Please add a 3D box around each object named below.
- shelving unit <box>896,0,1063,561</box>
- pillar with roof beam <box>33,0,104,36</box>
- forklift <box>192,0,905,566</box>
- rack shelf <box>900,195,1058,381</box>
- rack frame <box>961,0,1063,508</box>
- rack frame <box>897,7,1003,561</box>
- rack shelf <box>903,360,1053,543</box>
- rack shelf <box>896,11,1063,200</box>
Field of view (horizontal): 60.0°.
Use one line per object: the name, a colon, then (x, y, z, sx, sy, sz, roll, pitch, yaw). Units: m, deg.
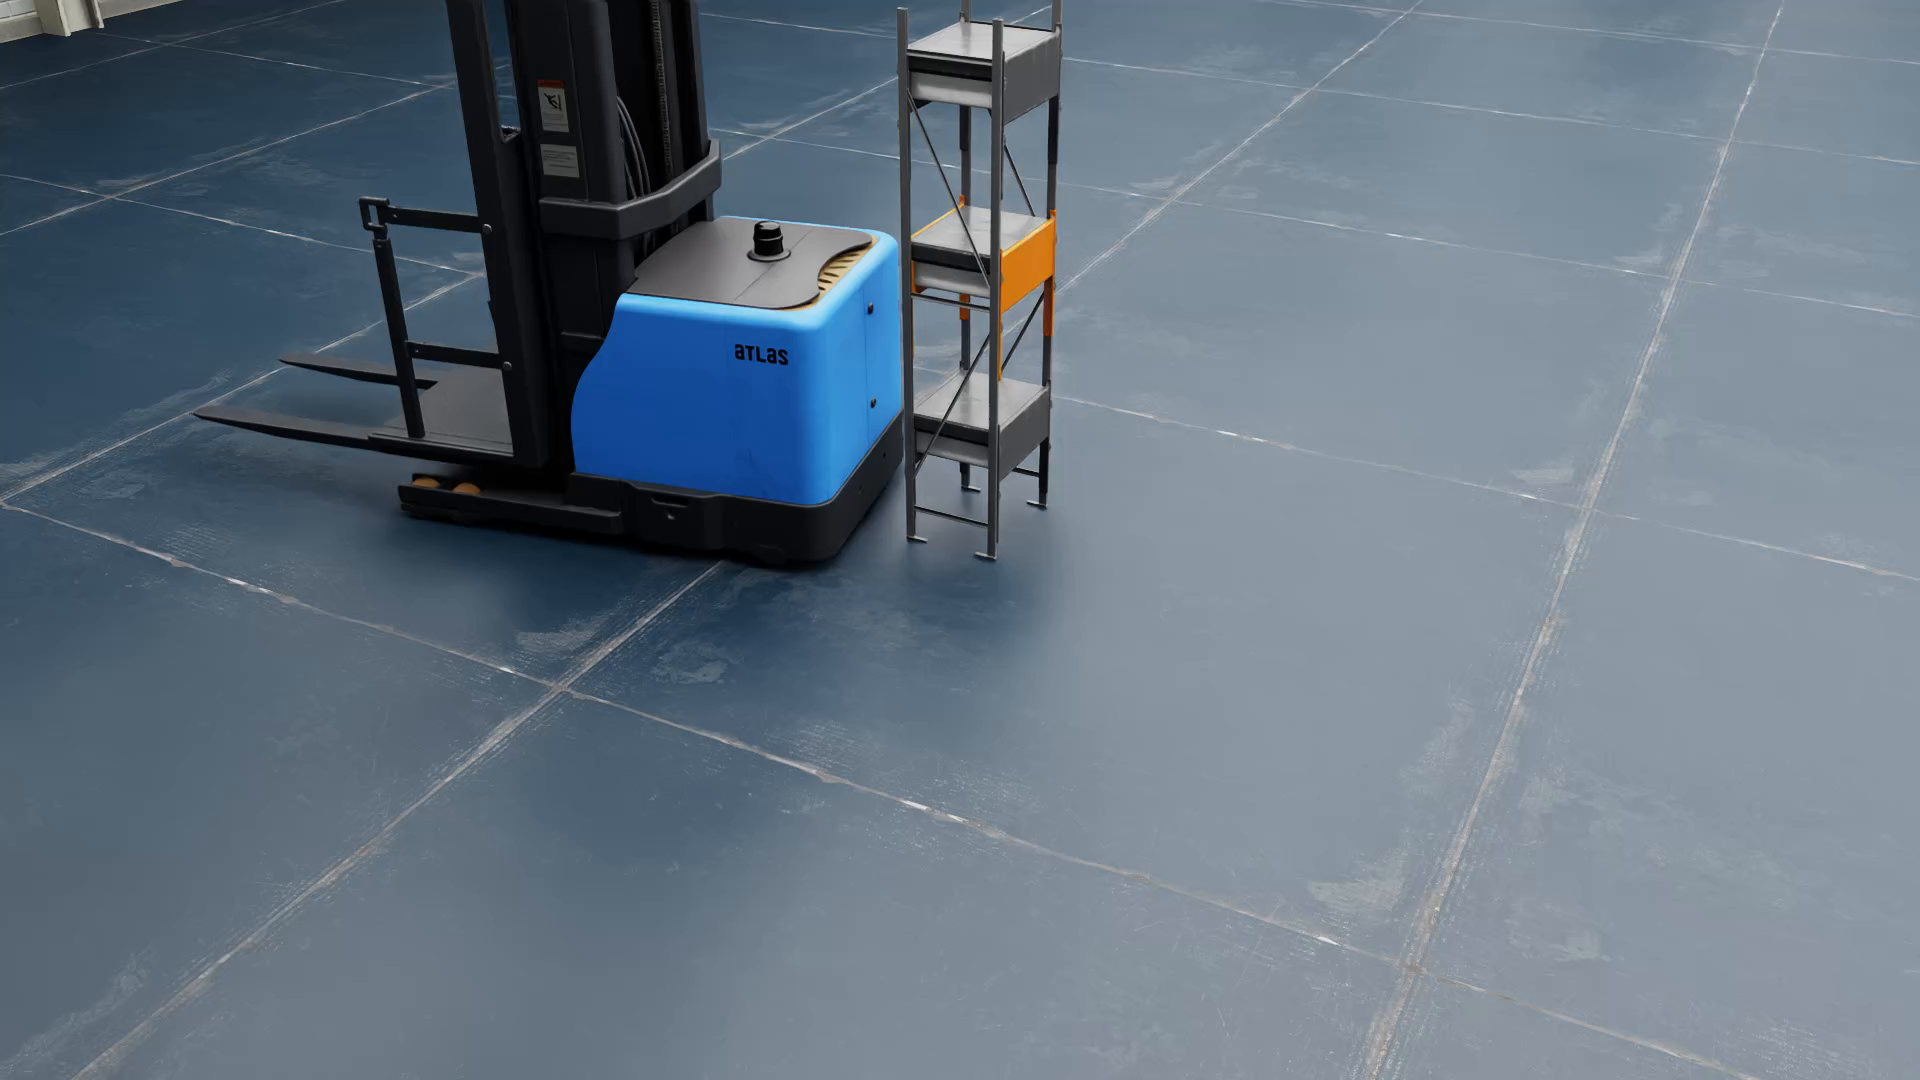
shelving unit: (0.075, -0.984, 6.355, 0.431, 2.100, 0.503, 14, 33, 23)
pillar with roof beam: (-3.898, -7.375, 10.556, 9.100, 9.000, 0.400, 14, 33, 23)
forklift: (-1.813, -1.578, 6.554, 3.031, 2.935, 1.130, 8, 31, 14)
rack shelf: (0.075, -0.972, 6.362, 0.431, 0.518, 0.480, 14, 33, 23)
rack frame: (0.187, -1.092, 6.543, 0.400, 2.100, 0.015, 14, 33, 23)
rack frame: (-0.036, -0.876, 6.167, 0.400, 2.100, 0.015, 14, 33, 23)
rack shelf: (0.075, -0.365, 6.710, 0.431, 0.518, 0.480, 14, 33, 23)
rack shelf: (0.075, -1.579, 6.013, 0.431, 0.518, 0.480, 14, 33, 23)
